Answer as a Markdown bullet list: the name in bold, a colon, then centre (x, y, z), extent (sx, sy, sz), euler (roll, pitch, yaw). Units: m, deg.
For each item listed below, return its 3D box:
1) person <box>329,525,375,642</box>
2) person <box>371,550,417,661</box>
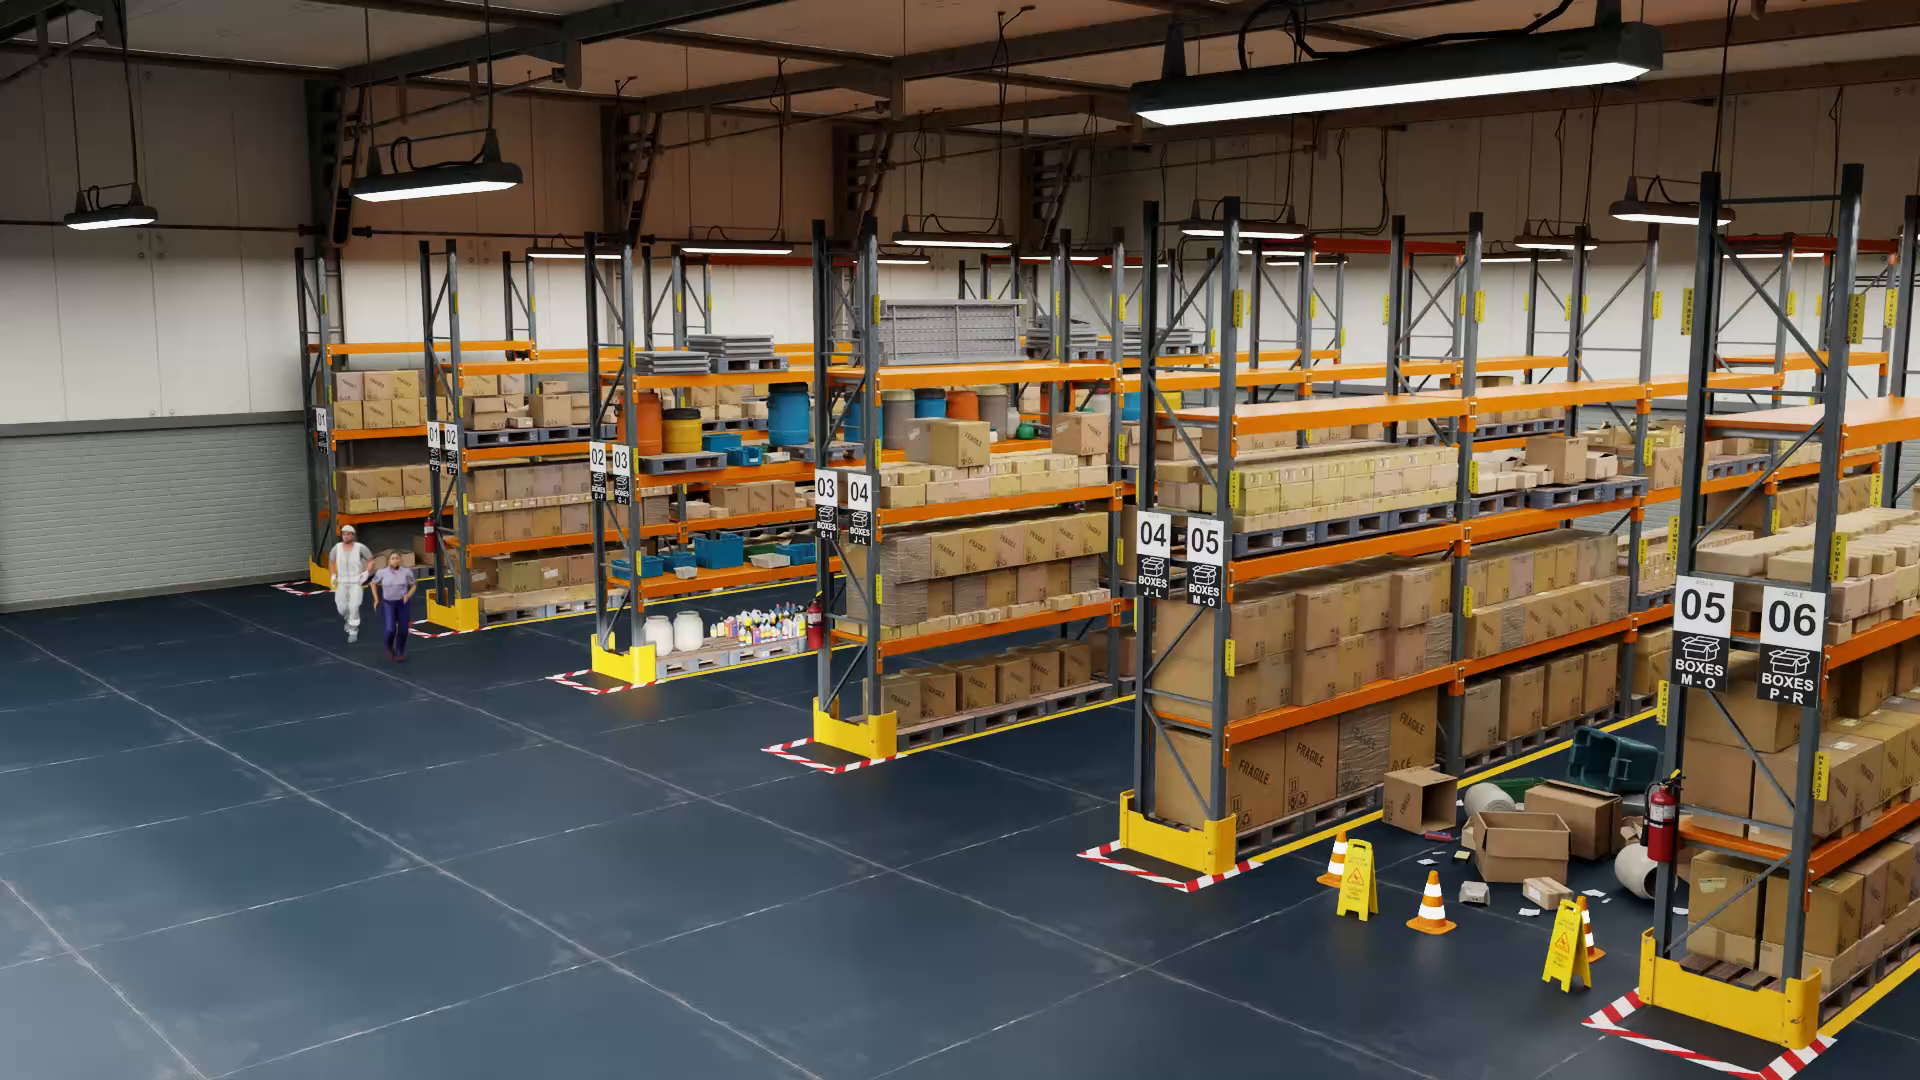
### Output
- **person**: centre (-9.154, 0.638, 25.081), extent (0.661, 1.759, 0.591), euler (-1, 8, -8)
- **person**: centre (-7.952, 0.956, 23.430), extent (0.590, 1.563, 0.651), euler (-4, 9, -25)
